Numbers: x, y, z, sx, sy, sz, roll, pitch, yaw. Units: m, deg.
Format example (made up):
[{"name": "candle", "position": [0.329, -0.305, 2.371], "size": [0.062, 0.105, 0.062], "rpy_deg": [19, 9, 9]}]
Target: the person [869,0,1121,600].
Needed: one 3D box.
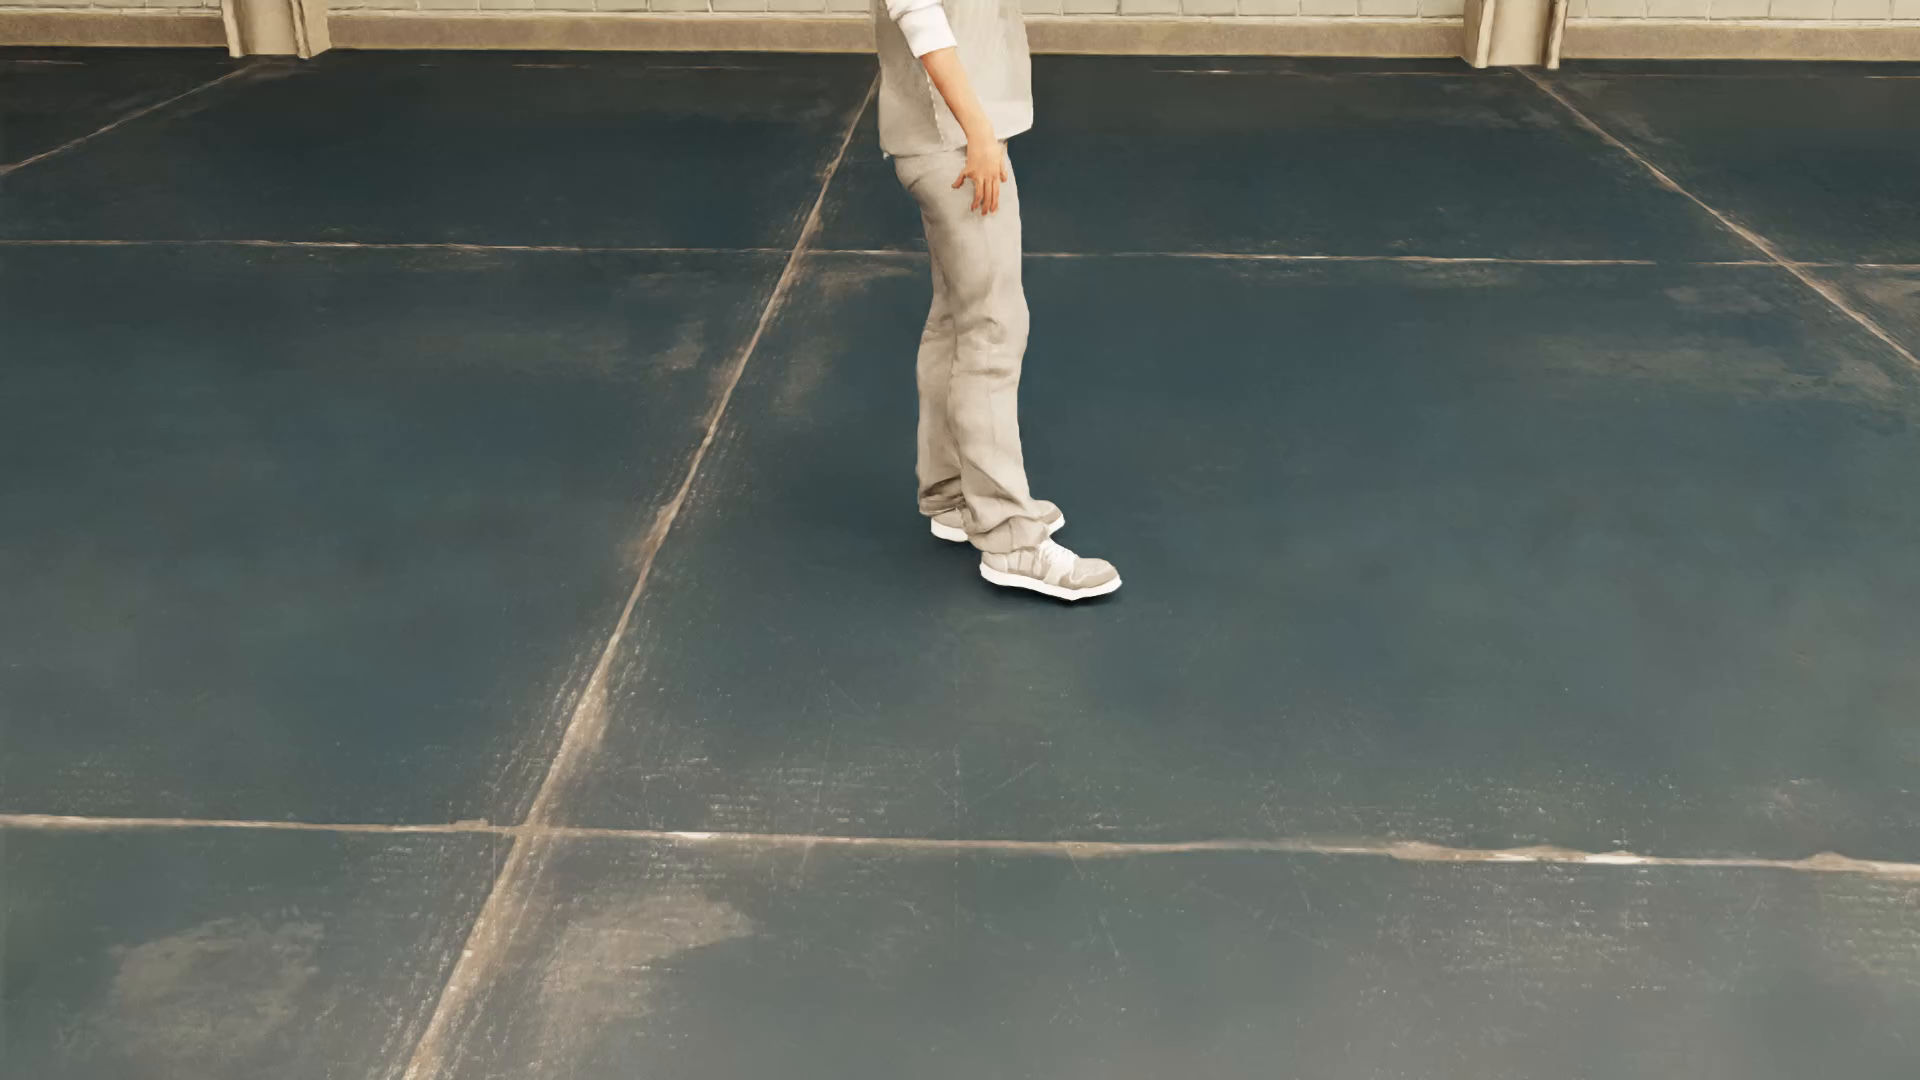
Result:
[{"name": "person", "position": [0.073, -0.715, 2.961], "size": [0.474, 1.597, 0.521], "rpy_deg": [1, 26, 2]}]
